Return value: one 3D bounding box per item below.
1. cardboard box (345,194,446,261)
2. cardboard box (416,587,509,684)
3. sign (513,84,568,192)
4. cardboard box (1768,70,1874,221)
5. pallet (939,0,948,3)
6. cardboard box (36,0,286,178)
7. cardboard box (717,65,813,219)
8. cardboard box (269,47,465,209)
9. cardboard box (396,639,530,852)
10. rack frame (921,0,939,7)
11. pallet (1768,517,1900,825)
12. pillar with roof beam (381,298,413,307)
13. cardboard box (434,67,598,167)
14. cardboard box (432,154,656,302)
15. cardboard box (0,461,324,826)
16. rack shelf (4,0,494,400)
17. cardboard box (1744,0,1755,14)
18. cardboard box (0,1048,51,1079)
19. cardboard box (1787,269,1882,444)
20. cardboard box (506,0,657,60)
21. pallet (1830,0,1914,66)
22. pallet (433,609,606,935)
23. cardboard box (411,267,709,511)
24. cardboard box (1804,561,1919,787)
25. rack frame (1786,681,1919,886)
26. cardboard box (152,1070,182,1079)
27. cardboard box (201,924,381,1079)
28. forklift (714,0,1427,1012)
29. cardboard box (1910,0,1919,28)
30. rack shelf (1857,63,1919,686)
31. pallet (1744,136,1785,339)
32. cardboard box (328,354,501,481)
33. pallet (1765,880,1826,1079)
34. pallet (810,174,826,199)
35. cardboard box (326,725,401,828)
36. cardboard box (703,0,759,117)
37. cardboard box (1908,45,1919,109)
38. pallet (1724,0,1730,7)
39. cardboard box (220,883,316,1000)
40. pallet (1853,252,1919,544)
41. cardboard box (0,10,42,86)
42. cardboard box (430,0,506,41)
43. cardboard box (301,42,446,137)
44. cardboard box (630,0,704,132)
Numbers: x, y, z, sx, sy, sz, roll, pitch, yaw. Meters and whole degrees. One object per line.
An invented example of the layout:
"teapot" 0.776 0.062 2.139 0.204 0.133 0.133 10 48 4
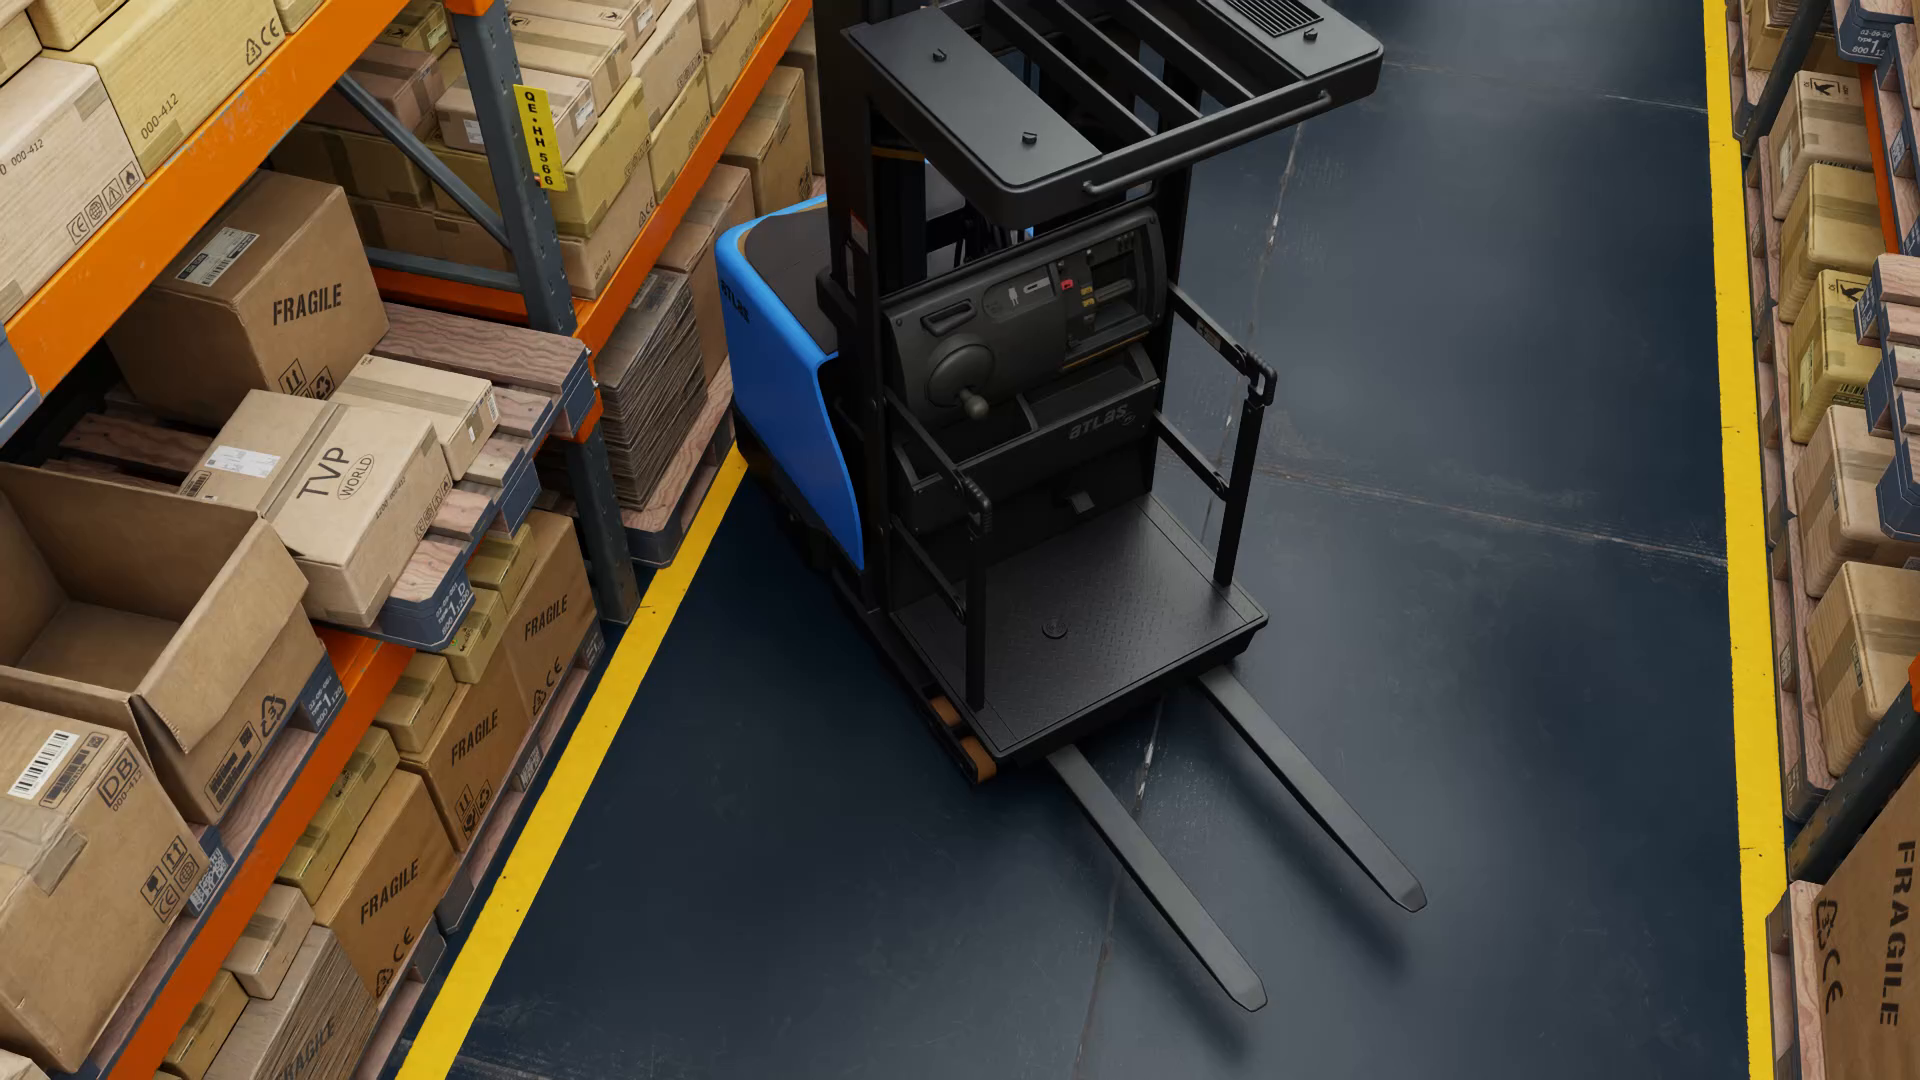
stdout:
"cardboard box" -1.787 -1.150 5.364 0.500 0.250 0.500 11 49 9
"cardboard box" -1.586 0.261 4.974 0.380 0.149 0.250 9 49 8
"sign" -1.132 -1.080 4.483 0.100 0.325 0.005 12 50 10
"cardboard box" 4.049 -1.630 7.160 0.950 0.372 0.625 12 50 11
"pallet" -0.356 -3.361 9.076 1.003 0.211 1.213 12 50 10
"cardboard box" -1.691 -0.984 3.217 0.500 0.250 0.500 12 50 10
"cardboard box" -1.139 -1.586 6.953 0.875 0.625 0.625 10 49 8
"cardboard box" -1.808 -1.319 5.180 0.500 0.250 0.500 13 50 11
"cardboard box" -1.704 0.573 5.131 0.500 0.500 0.500 11 49 9
"rack frame" -0.605 -3.717 7.530 1.000 3.000 0.127 12 50 10
"pallet" 3.339 0.511 5.658 1.003 0.211 1.213 12 50 10
"pillar with roof beam" 1.969 -3.080 2.966 9.100 9.000 0.400 12 50 10
"cardboard box" -1.290 -1.244 4.848 0.380 0.149 0.250 13 50 11
"cardboard box" -1.306 -1.047 5.273 0.500 0.250 0.500 12 50 10
"cardboard box" -1.909 0.220 3.706 0.797 0.503 0.637 11 49 9
"rack shelf" -2.185 -0.131 2.845 1.077 0.370 4.000 12 50 10
"cardboard box" 4.211 -2.837 8.307 0.500 0.250 0.500 10 49 9
"cardboard box" -1.975 1.046 3.136 0.396 0.266 0.258 14 50 12
"cardboard box" 3.681 -0.606 6.256 0.950 0.372 0.625 13 50 11
"cardboard box" -1.178 -1.628 5.187 0.380 0.149 0.250 13 50 11
"pallet" 3.843 -2.152 6.277 1.003 0.211 1.213 12 50 10
"pallet" -1.891 0.632 5.552 1.003 0.211 1.213 12 50 10
"cardboard box" -1.481 -0.625 6.105 0.875 0.625 0.625 13 50 11
"cardboard box" 3.290 0.477 5.301 0.950 0.372 0.625 9 49 7
"rack frame" 3.131 0.153 4.114 1.000 3.000 0.127 12 50 10
"cardboard box" -2.077 1.379 3.986 0.380 0.149 0.250 13 50 11
"cardboard box" -1.958 1.331 4.462 0.500 0.500 0.500 10 49 9
"forklift" 0.329 -0.568 4.796 1.130 2.935 3.031 -25 53 -20
"cardboard box" 3.551 -1.882 5.798 0.380 0.149 0.250 12 50 11
"rack shelf" 3.658 -1.055 5.661 1.077 0.370 4.000 12 50 10
"pallet" 3.981 -1.254 7.216 1.003 0.211 1.213 12 50 10
"cardboard box" -1.461 -0.329 4.427 0.380 0.149 0.250 12 50 11
"pallet" 2.851 1.631 4.669 1.003 0.211 1.213 12 50 10
"pallet" -1.081 -1.368 7.317 1.003 0.211 1.213 12 50 10
"cardboard box" -1.811 0.624 4.653 0.380 0.149 0.250 13 50 11
"cardboard box" -1.040 -1.783 5.923 0.500 0.250 0.500 10 49 9
"cardboard box" 3.364 -1.521 5.479 0.380 0.149 0.250 13 50 11
"pallet" 4.646 -3.195 8.929 1.003 0.211 1.213 12 50 10
"cardboard box" -1.920 1.011 4.312 0.380 0.149 0.250 9 49 8
"pallet" 3.216 -0.320 4.660 1.213 0.211 1.003 12 50 10
"cardboard box" -1.837 -0.867 2.848 0.380 0.149 0.250 12 50 10
"cardboard box" -1.680 -1.733 5.280 0.380 0.149 0.250 12 50 10
"cardboard box" -1.768 -1.347 4.938 0.380 0.149 0.250 13 50 11
"cardboard box" -1.173 -1.574 5.405 0.500 0.250 0.500 13 50 11
